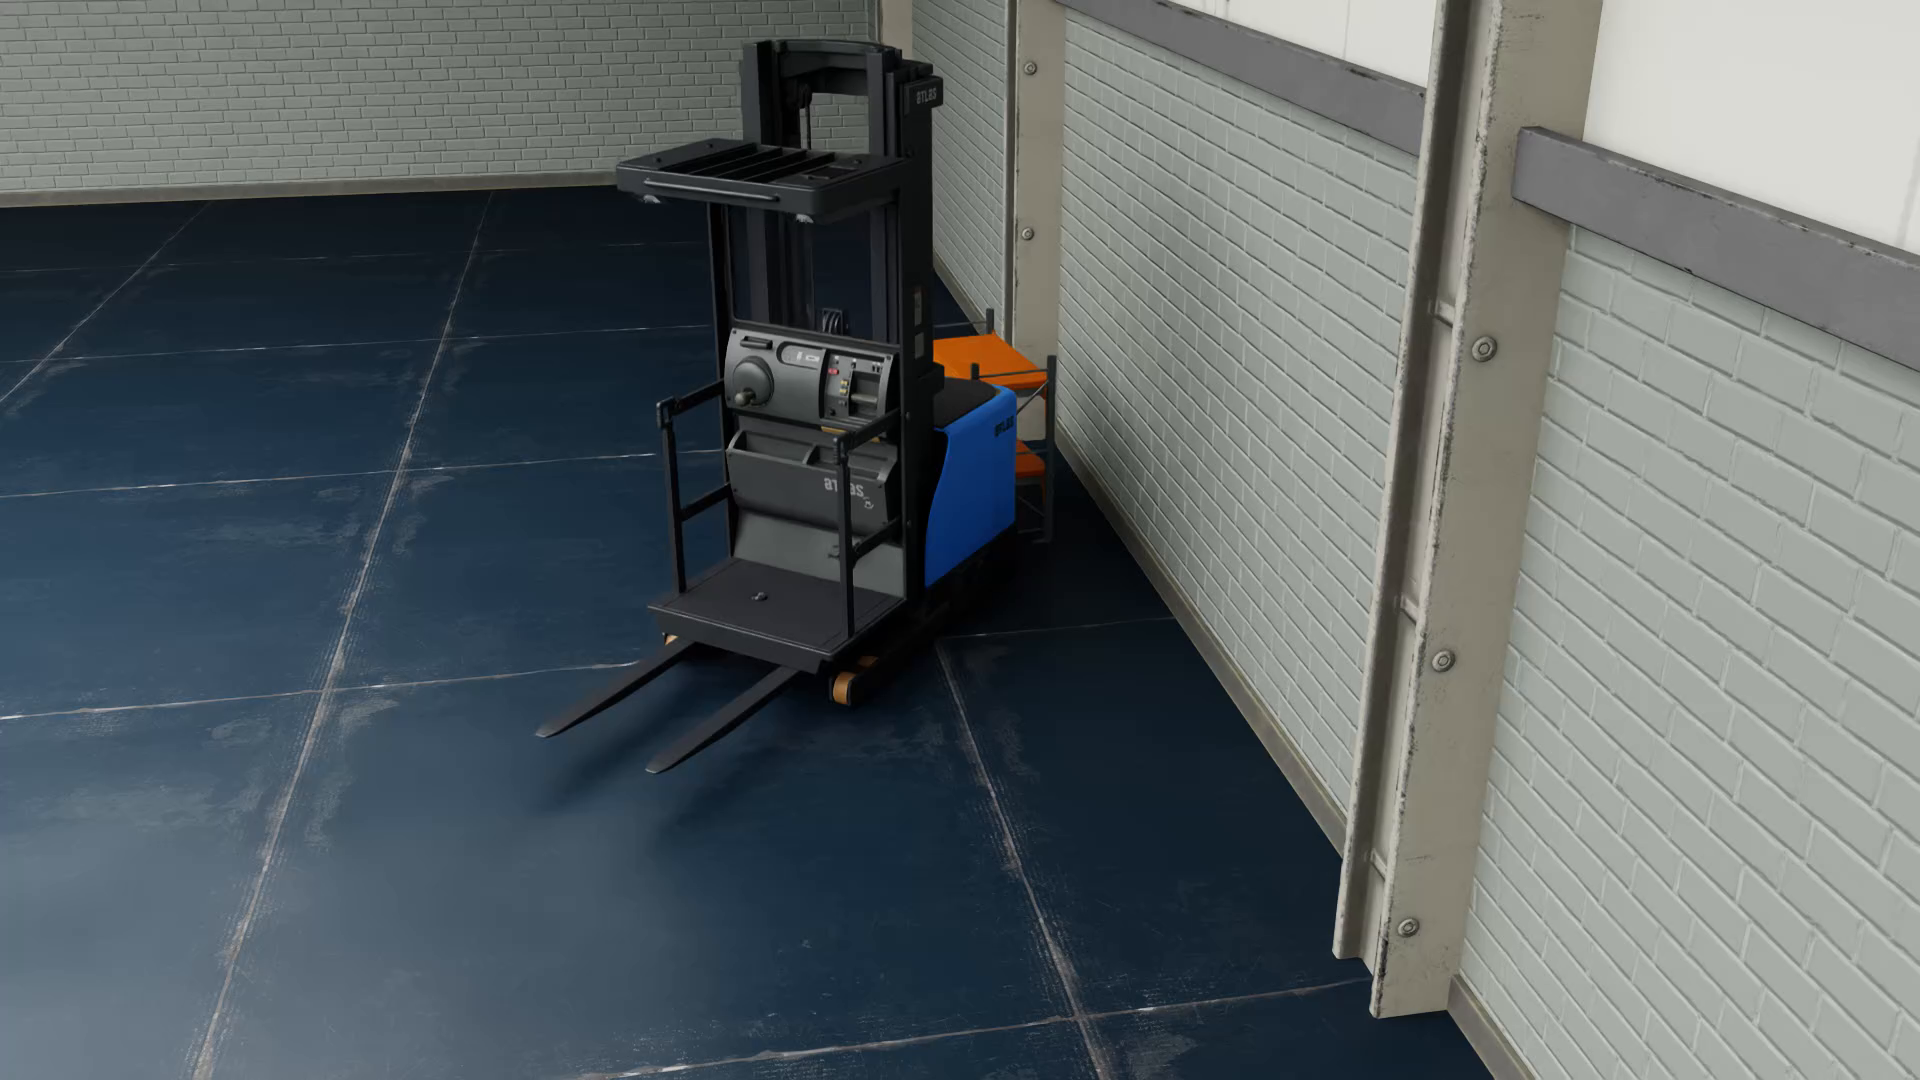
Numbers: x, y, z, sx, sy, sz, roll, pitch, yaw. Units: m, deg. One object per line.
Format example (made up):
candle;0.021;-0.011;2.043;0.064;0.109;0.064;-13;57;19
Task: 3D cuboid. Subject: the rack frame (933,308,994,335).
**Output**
rack frame;-0.032;-0.870;10.336;0.500;1.125;0.032;-8;25;-17

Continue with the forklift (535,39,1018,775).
forklift;-0.832;-0.756;7.819;1.130;2.935;3.031;12;27;26

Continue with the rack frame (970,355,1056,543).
rack frame;0.297;-0.485;9.454;0.500;1.125;0.032;-8;25;-17

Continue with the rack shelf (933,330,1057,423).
rack shelf;0.132;-0.945;9.778;0.538;0.278;1.000;-8;25;-17

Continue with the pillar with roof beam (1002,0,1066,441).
pillar with roof beam;-3.759;-4.563;8.954;9.100;9.000;0.400;-4;24;-10

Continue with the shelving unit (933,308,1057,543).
shelving unit;0.132;-0.677;9.895;0.538;1.125;1.048;-8;25;-17

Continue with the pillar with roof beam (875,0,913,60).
pillar with roof beam;-4.868;-6.923;14.358;9.100;9.000;0.400;-4;24;-10

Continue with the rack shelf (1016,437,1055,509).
rack shelf;0.132;-0.453;9.993;0.538;0.278;1.000;-8;25;-17

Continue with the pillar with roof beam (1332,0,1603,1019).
pillar with roof beam;-2.649;-2.203;3.551;9.100;9.000;0.400;-4;24;-10
